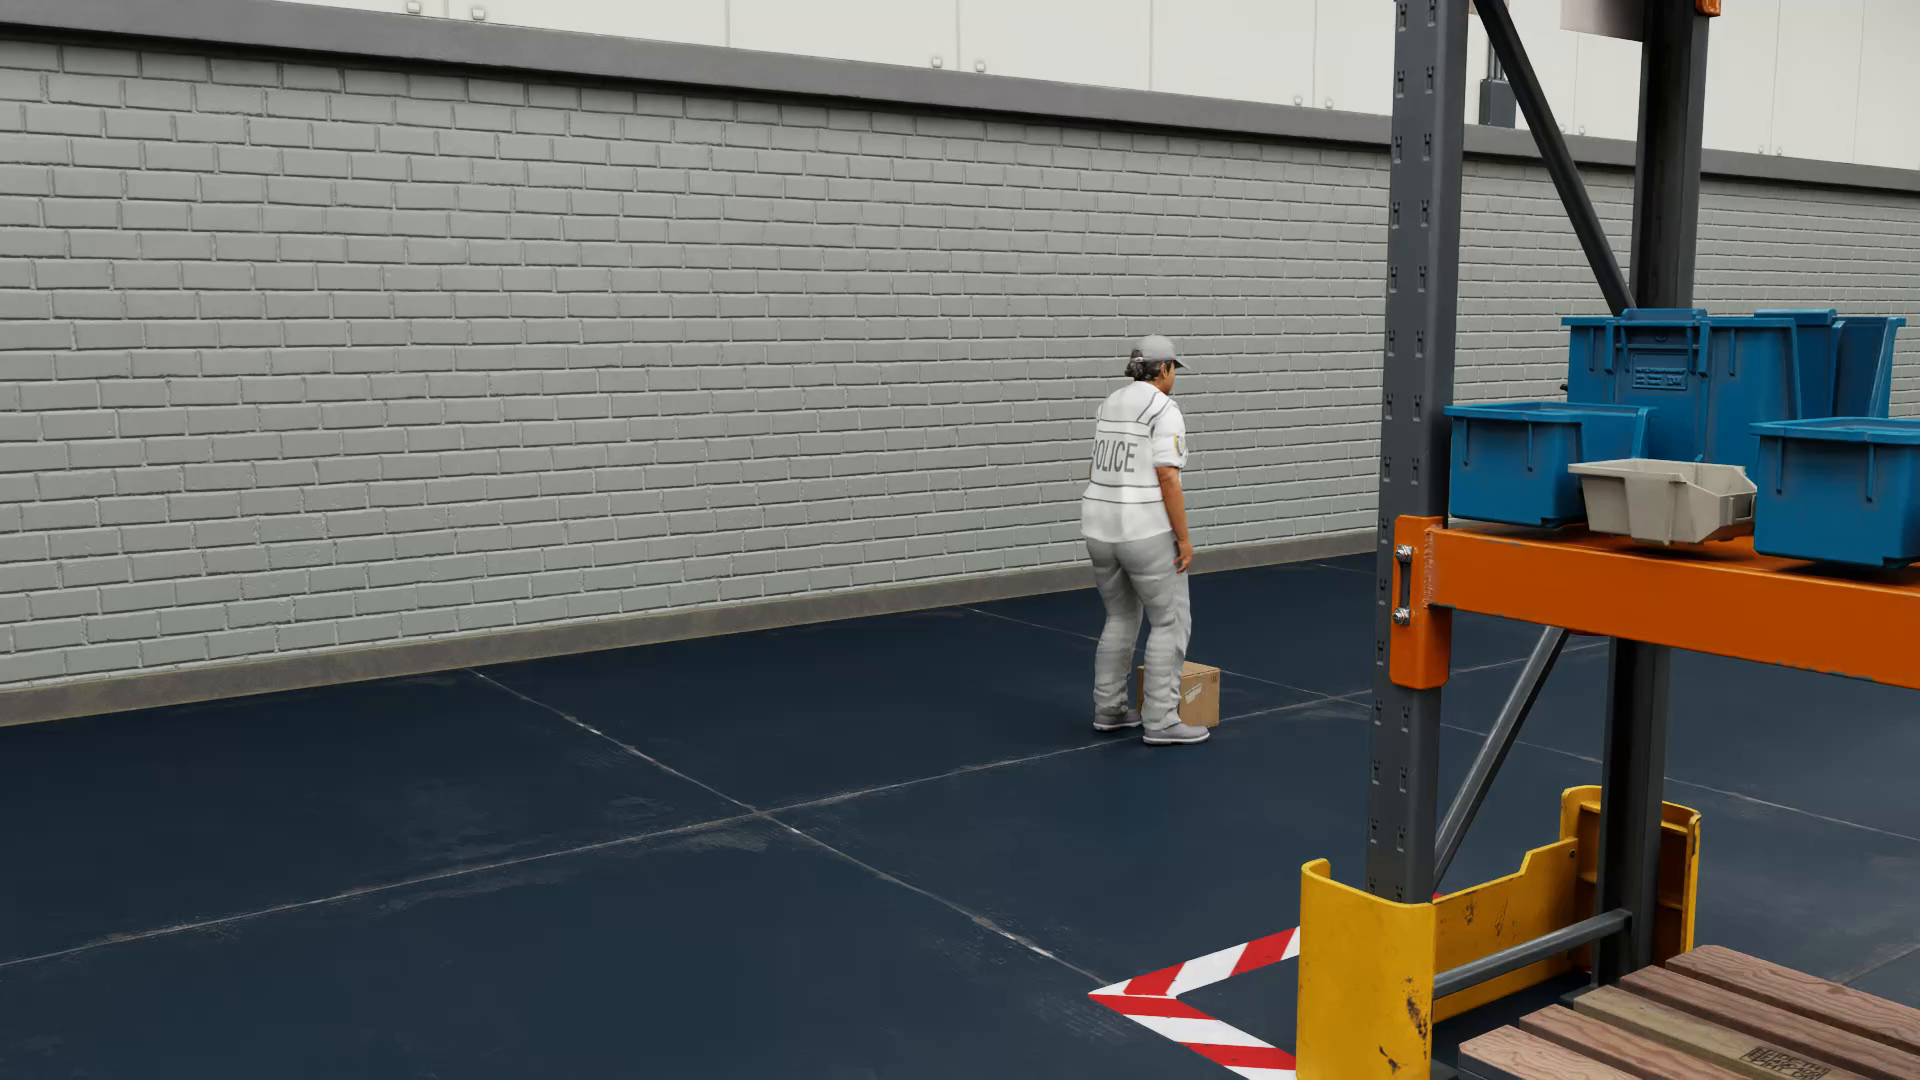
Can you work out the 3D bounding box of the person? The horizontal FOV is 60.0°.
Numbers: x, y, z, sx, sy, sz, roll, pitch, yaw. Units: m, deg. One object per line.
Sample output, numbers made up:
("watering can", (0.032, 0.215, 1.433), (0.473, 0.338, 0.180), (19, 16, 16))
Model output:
("person", (0.764, -0.012, 6.875), (0.469, 1.665, 0.537), (-6, 10, -36))
